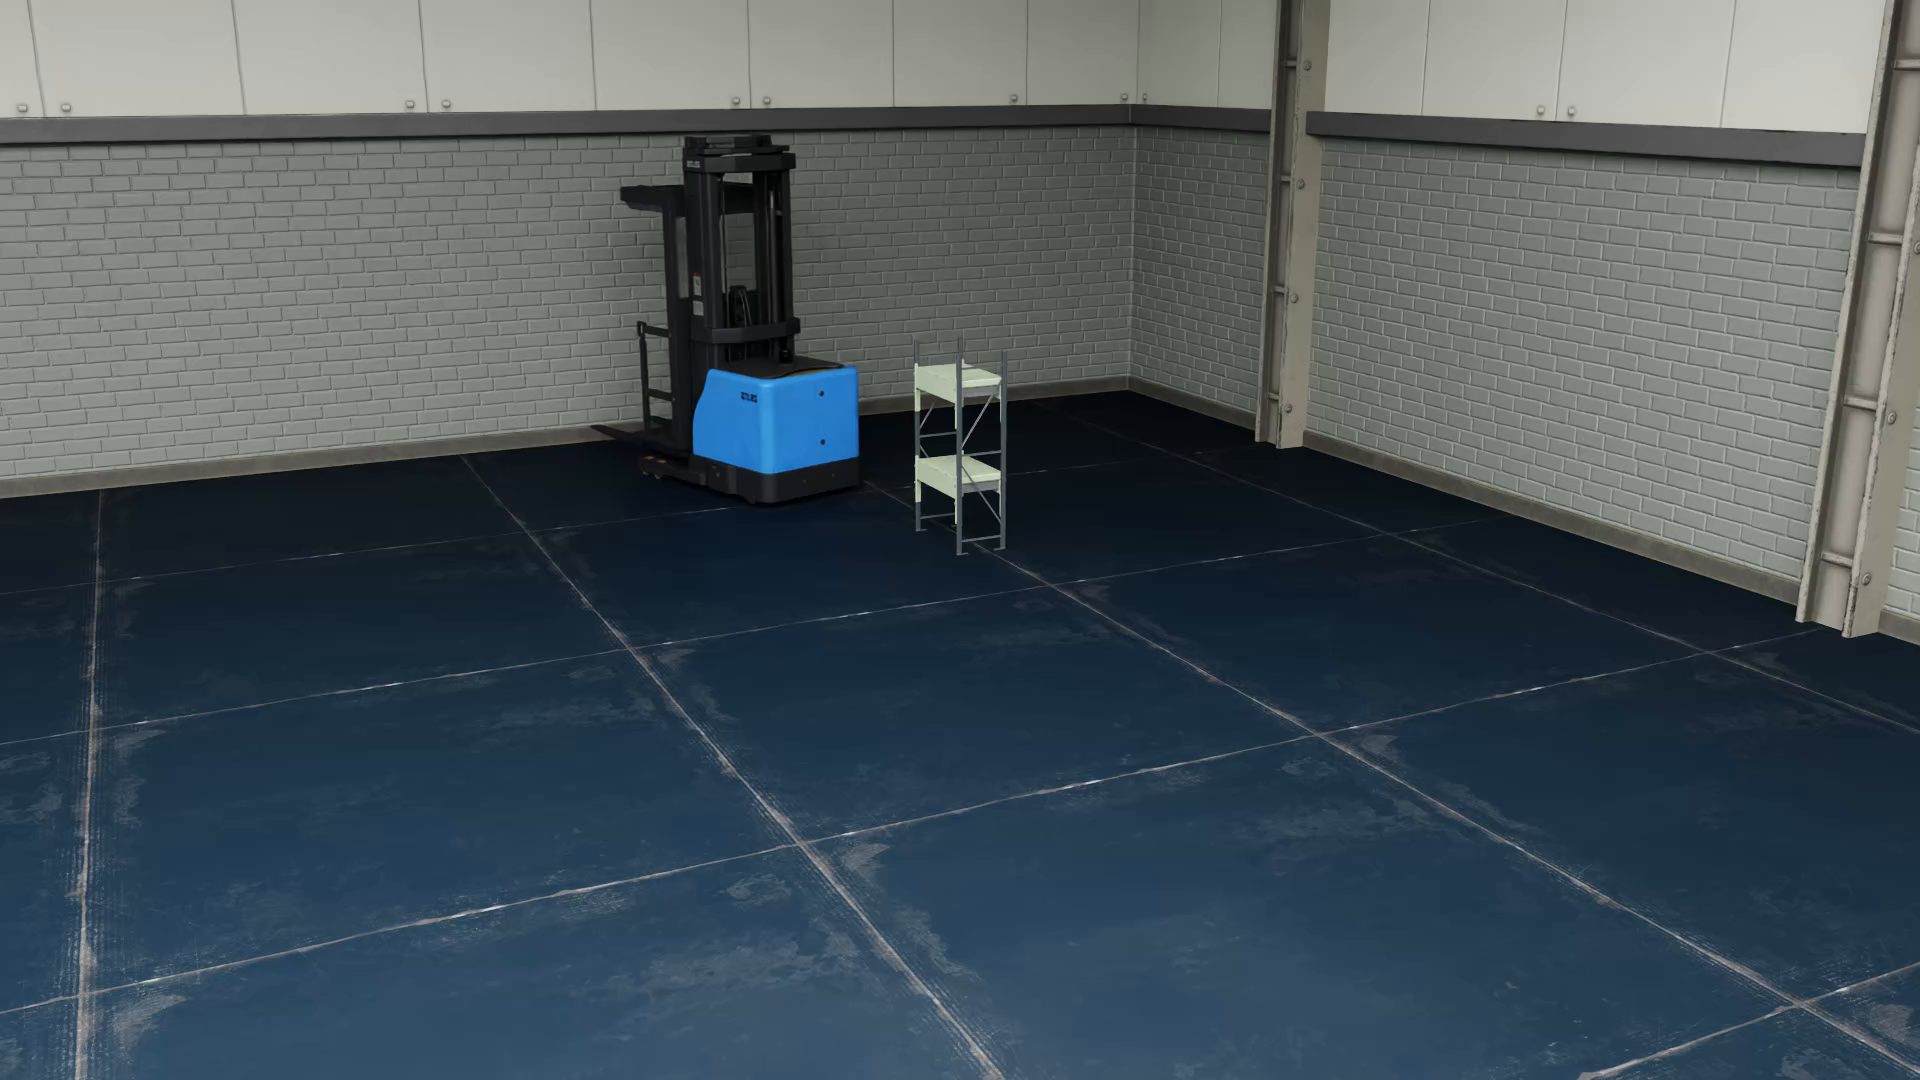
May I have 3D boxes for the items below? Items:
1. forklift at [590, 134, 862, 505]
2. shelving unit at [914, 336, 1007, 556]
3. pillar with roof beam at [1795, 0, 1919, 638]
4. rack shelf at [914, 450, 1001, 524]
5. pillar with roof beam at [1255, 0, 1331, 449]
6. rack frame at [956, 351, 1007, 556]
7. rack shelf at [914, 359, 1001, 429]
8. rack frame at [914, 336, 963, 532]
[{"bbox_3d":[-2.215,-2.032,14.518,1.130,2.935,3.031,-15,22,-41],"label":"forklift"},{"bbox_3d":[-0.003,-0.723,12.550,0.431,1.500,0.755,-8,18,-25],"label":"shelving unit"},{"bbox_3d":[1.835,-3.249,7.759,9.100,9.000,0.400,-8,18,-25],"label":"pillar with roof beam"},{"bbox_3d":[-0.003,-0.409,12.639,0.431,0.370,0.720,-8,18,-25],"label":"rack shelf"},{"bbox_3d":[-0.794,-4.737,12.943,9.100,9.000,0.400,-8,18,-25],"label":"pillar with roof beam"},{"bbox_3d":[0.157,-0.632,12.233,0.400,1.500,0.023,-8,18,-25],"label":"rack frame"},{"bbox_3d":[-0.003,-1.098,12.442,0.431,0.370,0.720,-8,18,-25],"label":"rack shelf"},{"bbox_3d":[-0.163,-0.813,12.866,0.400,1.500,0.023,-8,18,-25],"label":"rack frame"}]
